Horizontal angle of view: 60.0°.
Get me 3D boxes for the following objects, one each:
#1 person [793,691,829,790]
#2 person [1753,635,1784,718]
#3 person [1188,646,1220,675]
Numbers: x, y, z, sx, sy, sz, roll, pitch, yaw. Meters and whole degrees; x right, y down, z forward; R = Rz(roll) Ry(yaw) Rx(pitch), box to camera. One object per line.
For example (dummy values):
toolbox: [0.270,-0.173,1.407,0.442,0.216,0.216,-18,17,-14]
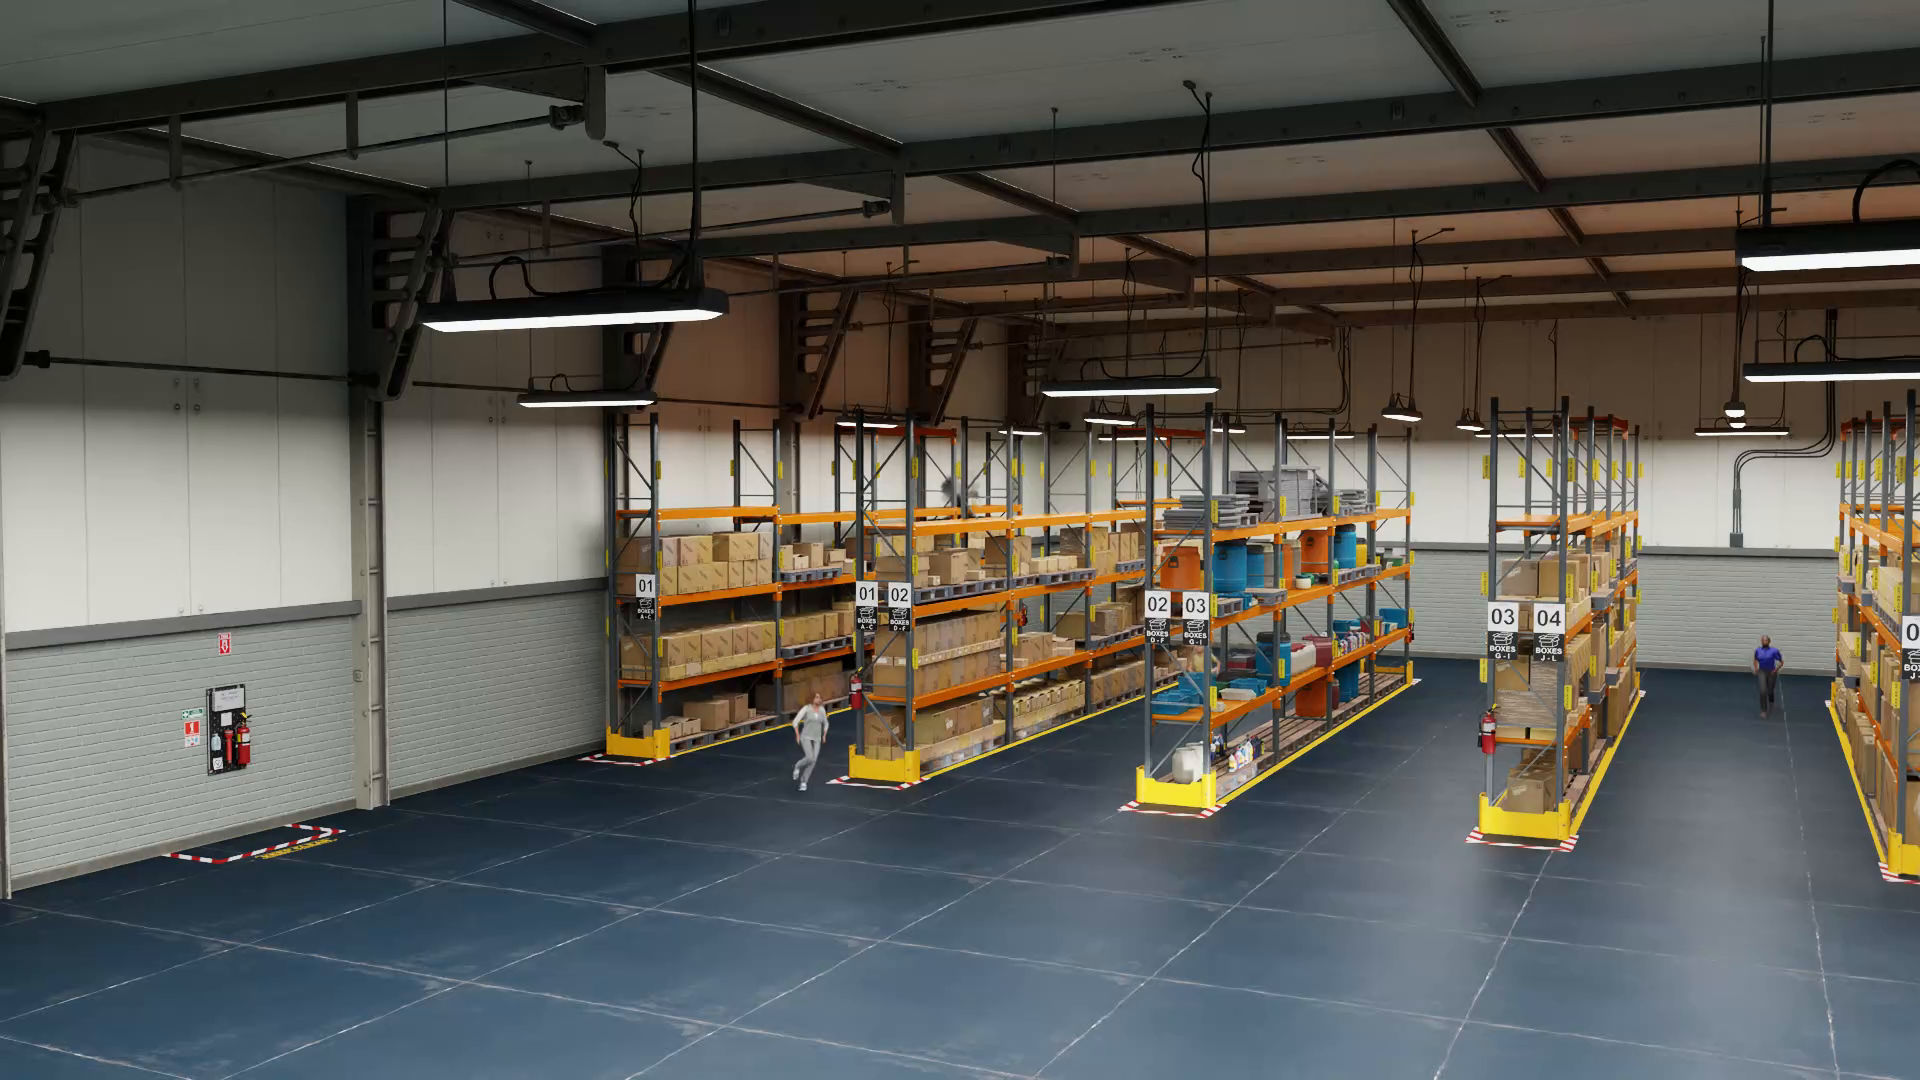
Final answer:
person: [-2.311,3.140,26.132,0.567,1.522,0.495,-1,3,-27]
person: [16.477,2.770,33.901,0.579,1.669,0.737,2,3,37]
person: [4.796,2.809,32.873,0.599,1.627,0.667,1,3,30]
